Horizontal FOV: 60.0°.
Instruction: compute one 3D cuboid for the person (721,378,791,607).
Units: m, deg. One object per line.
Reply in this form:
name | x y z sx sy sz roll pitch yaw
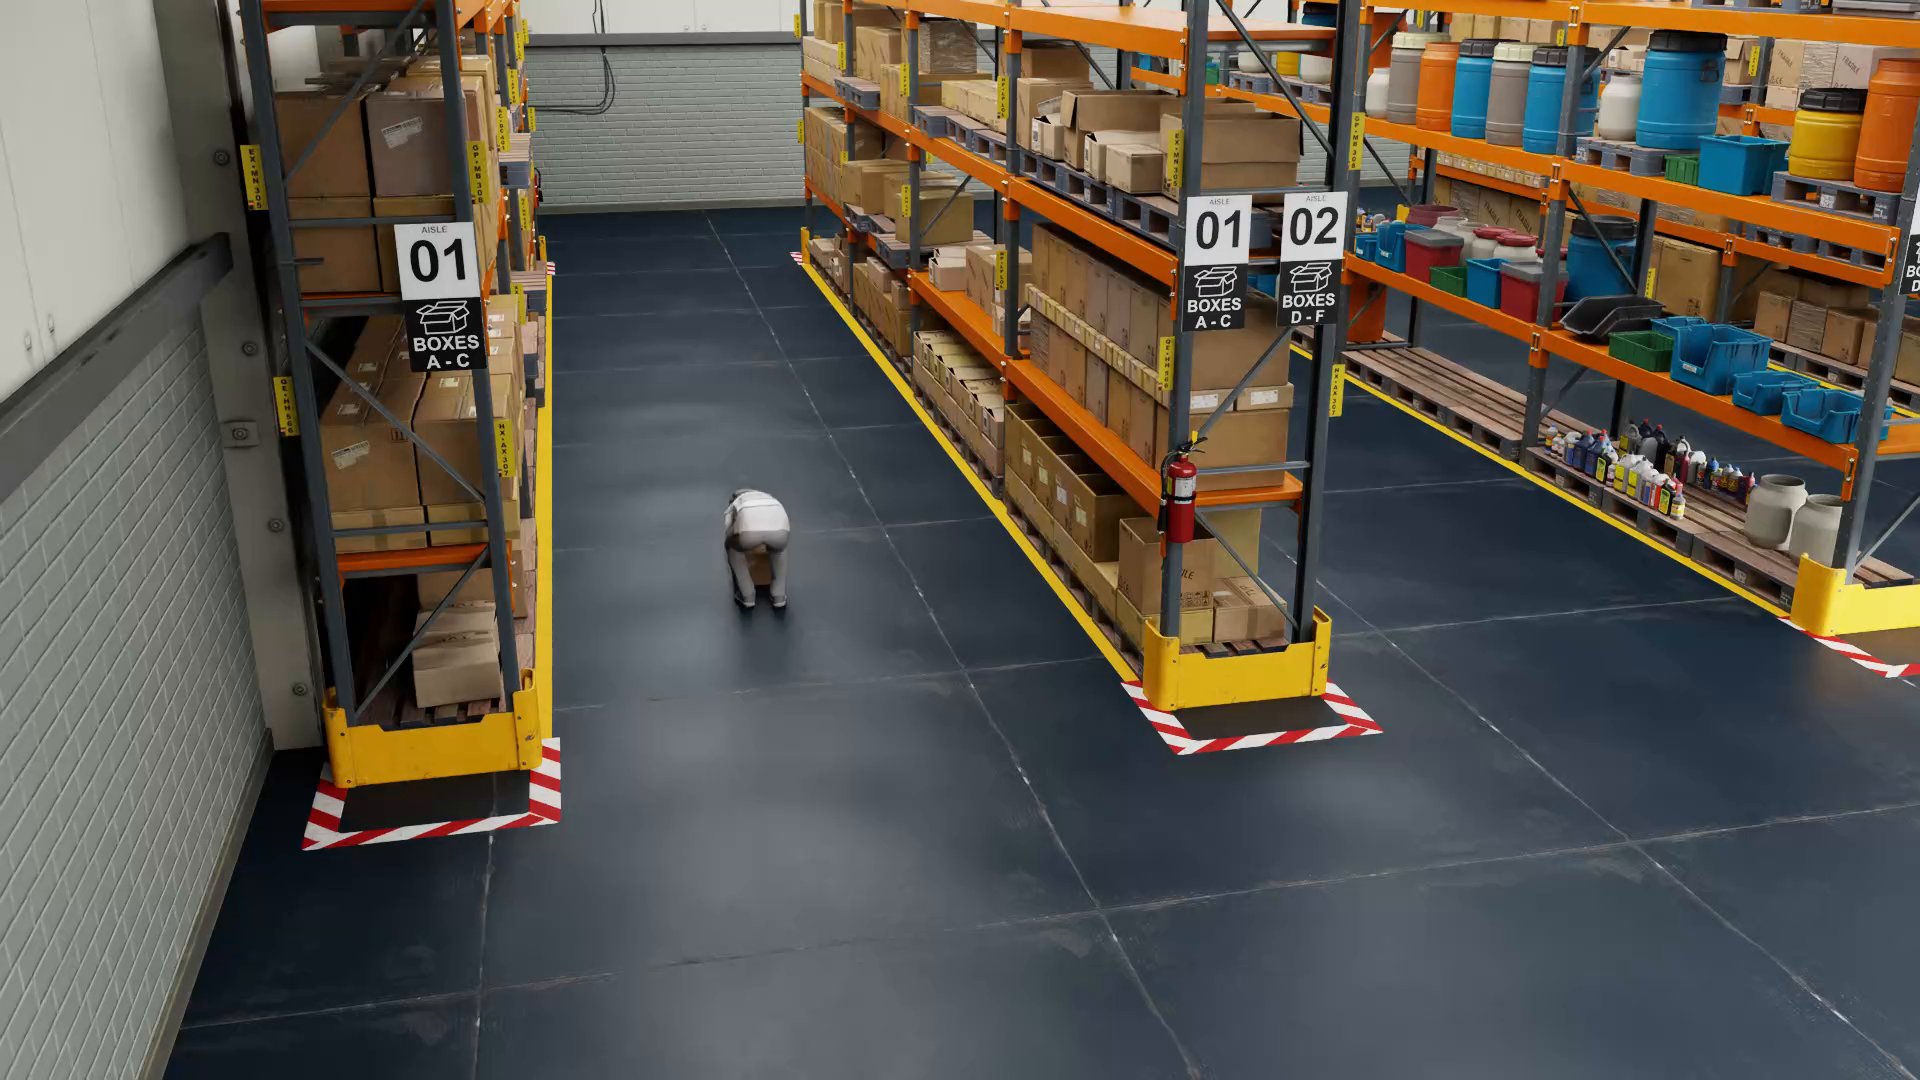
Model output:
person | -1.470 -0.326 11.943 0.479 1.684 0.428 -5 20 -13
